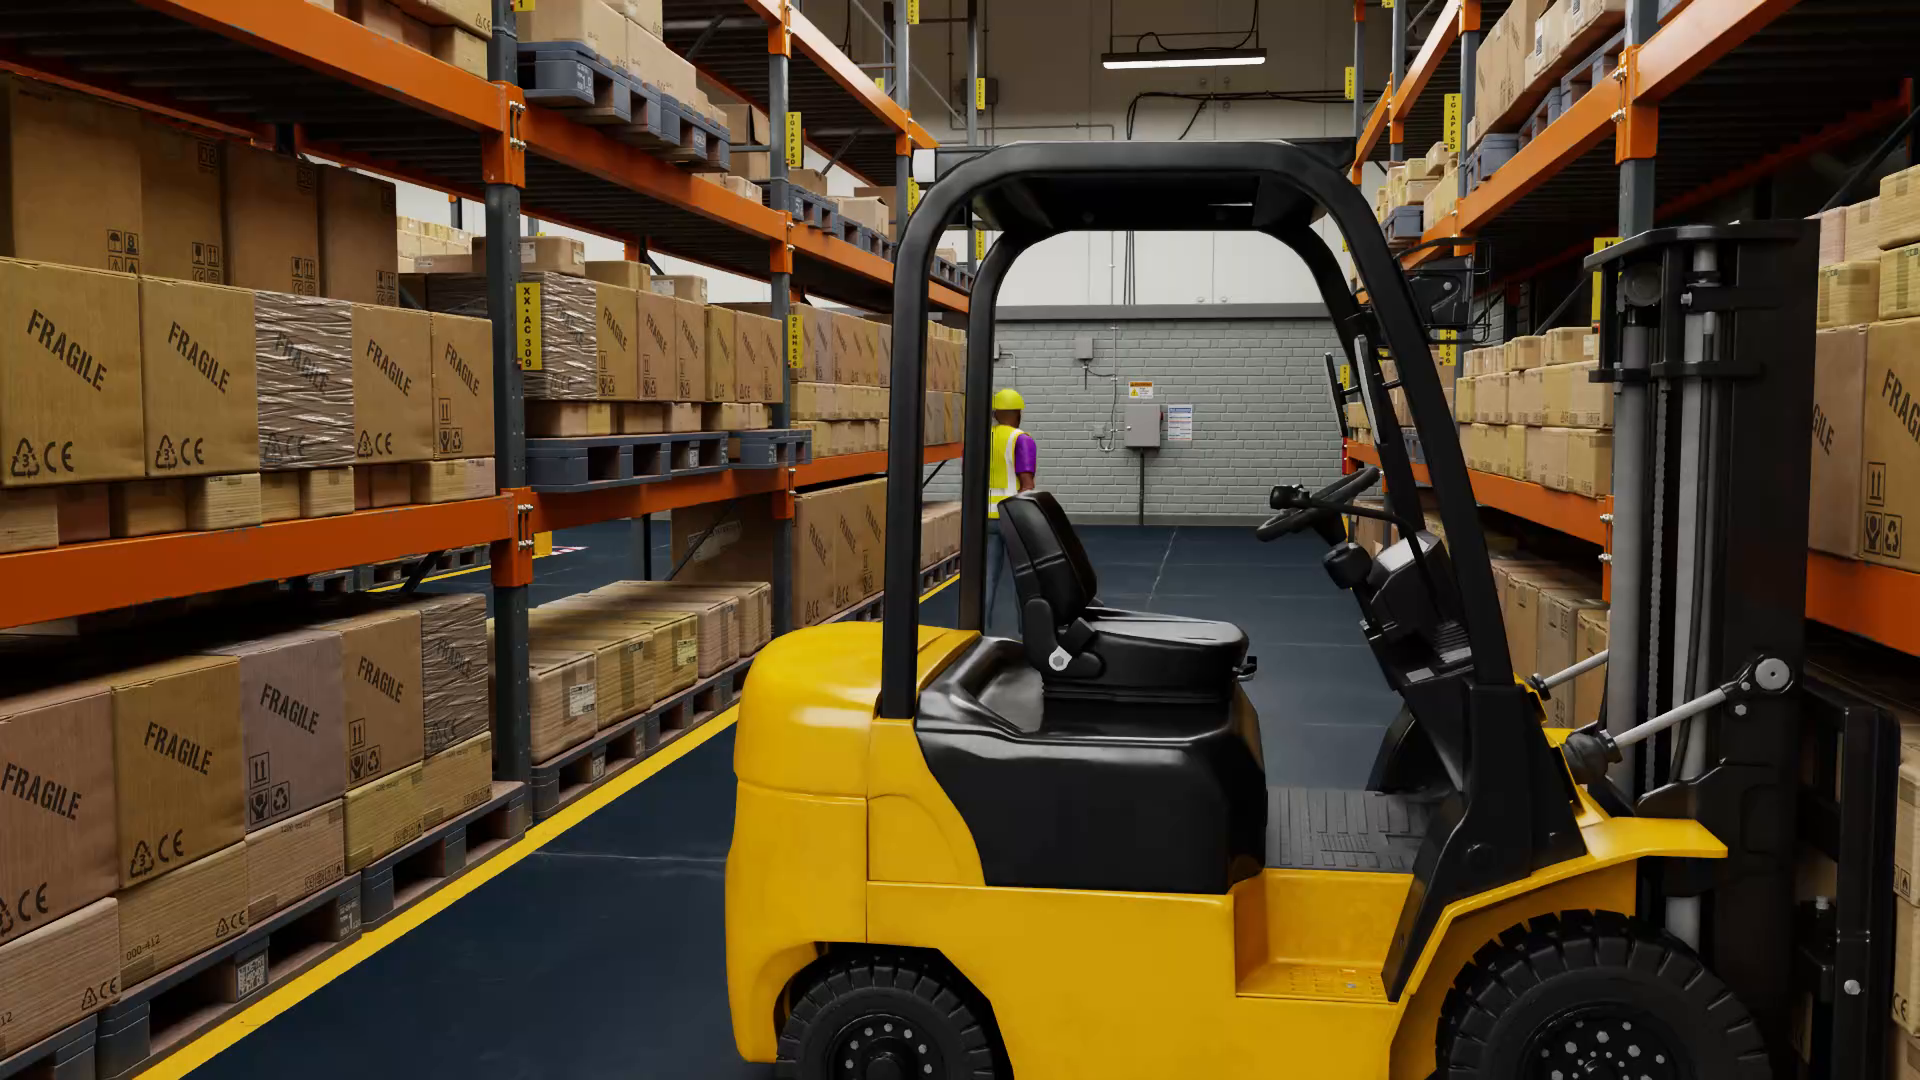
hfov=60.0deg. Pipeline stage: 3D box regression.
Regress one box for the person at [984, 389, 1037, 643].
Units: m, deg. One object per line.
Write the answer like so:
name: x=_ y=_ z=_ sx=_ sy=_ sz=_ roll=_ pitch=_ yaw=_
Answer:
person: x=0.289 y=-0.103 z=10.928 sx=0.605 sy=1.776 sz=0.737 roll=3 pitch=5 yaw=31
